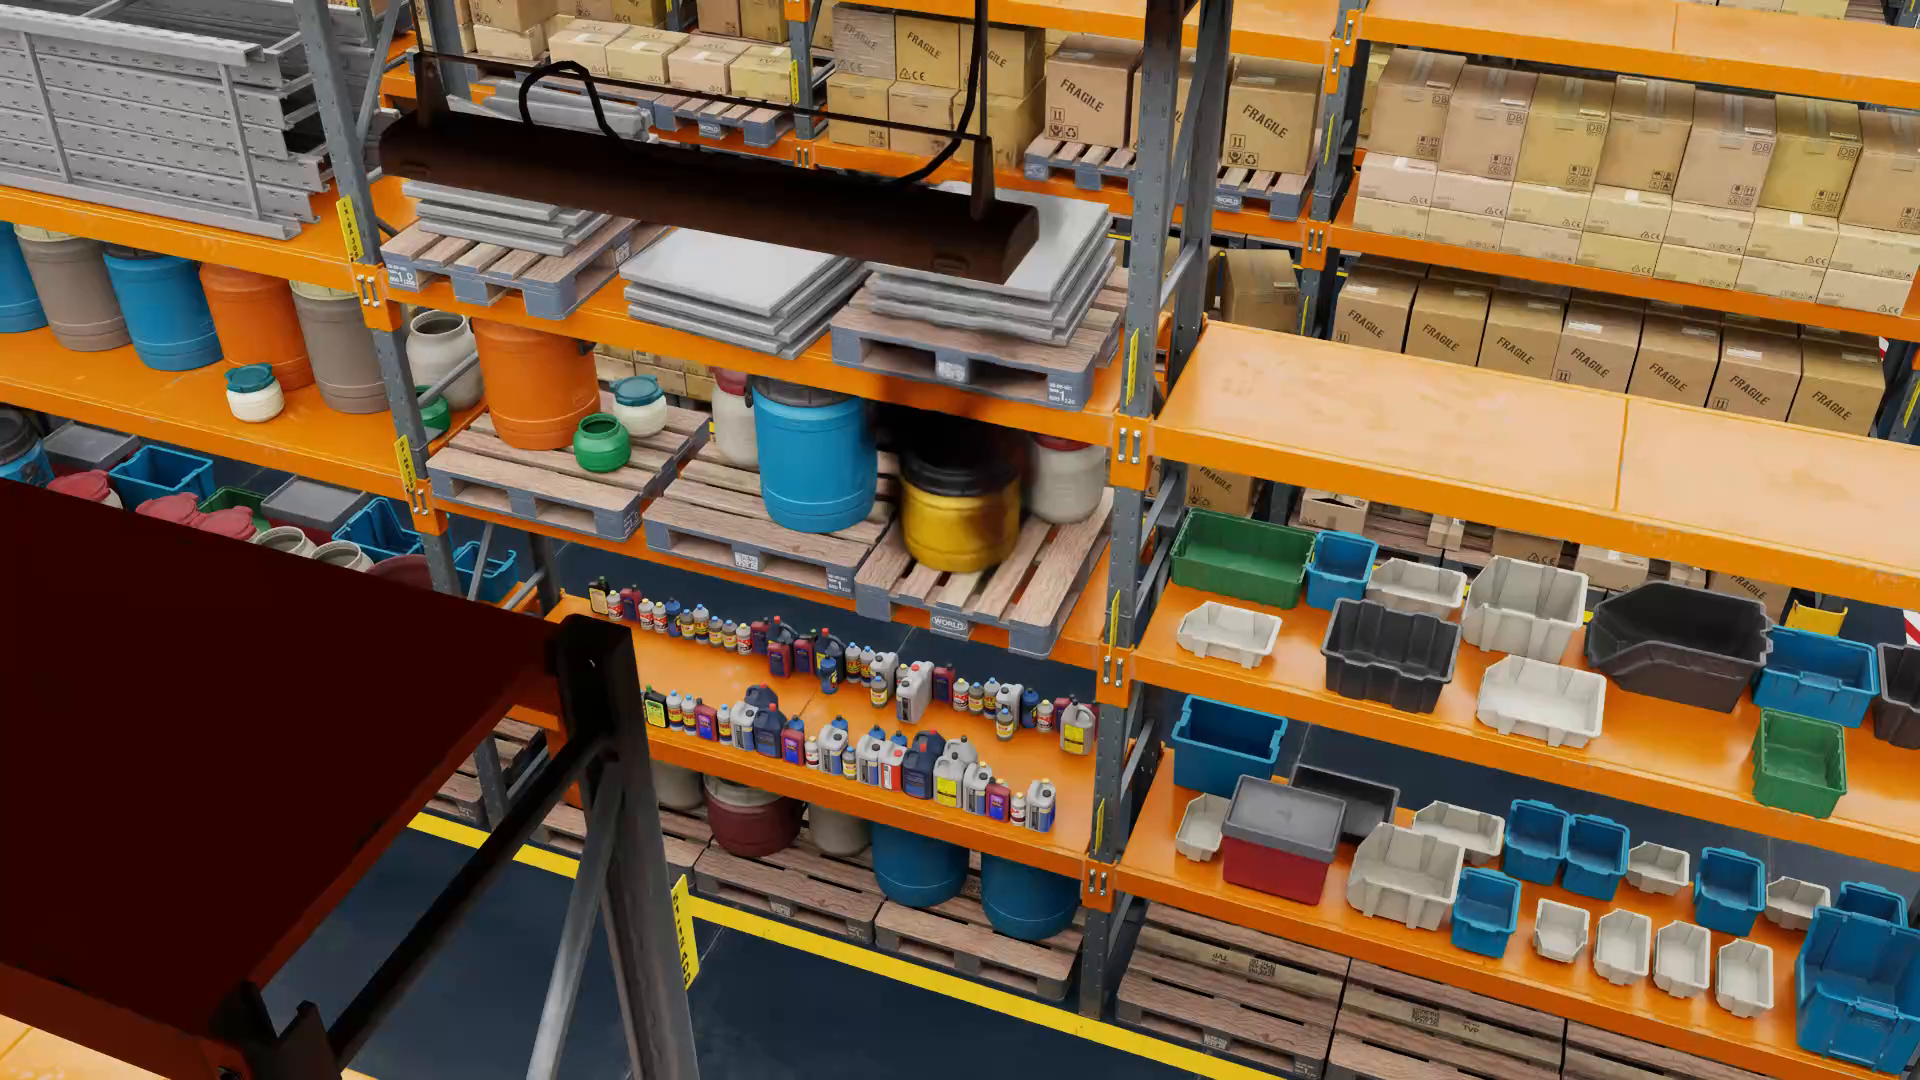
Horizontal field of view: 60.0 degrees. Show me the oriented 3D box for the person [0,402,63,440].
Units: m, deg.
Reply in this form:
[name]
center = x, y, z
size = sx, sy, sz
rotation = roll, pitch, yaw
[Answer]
[person]
center = -7.838, -1.417, 13.860
size = 0.660, 1.716, 0.705
rotation = 7, 37, 9
